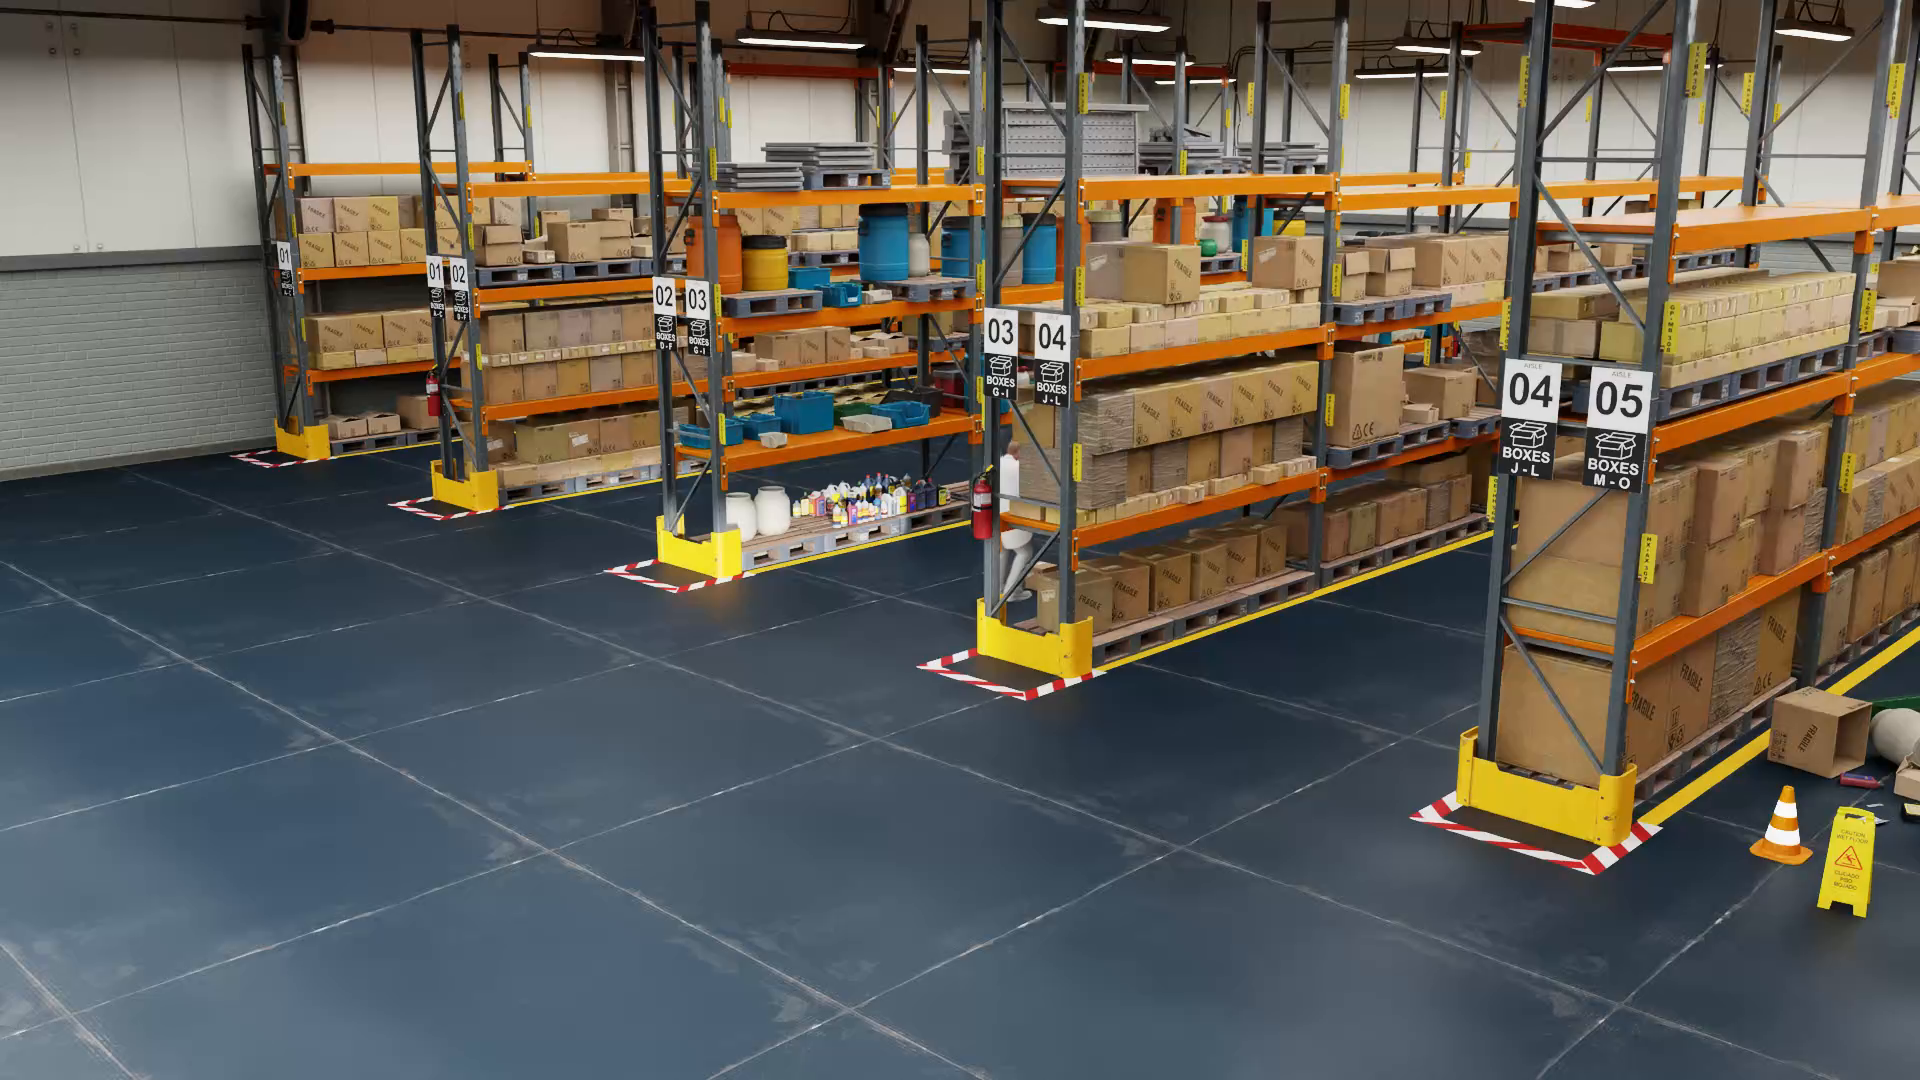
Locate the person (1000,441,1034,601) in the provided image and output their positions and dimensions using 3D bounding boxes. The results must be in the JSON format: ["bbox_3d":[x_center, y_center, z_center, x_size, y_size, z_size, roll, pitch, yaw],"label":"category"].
[{"bbox_3d":[0.483,-0.210,17.188,0.523,1.654,0.611,-13,19,-43],"label":"person"}]
